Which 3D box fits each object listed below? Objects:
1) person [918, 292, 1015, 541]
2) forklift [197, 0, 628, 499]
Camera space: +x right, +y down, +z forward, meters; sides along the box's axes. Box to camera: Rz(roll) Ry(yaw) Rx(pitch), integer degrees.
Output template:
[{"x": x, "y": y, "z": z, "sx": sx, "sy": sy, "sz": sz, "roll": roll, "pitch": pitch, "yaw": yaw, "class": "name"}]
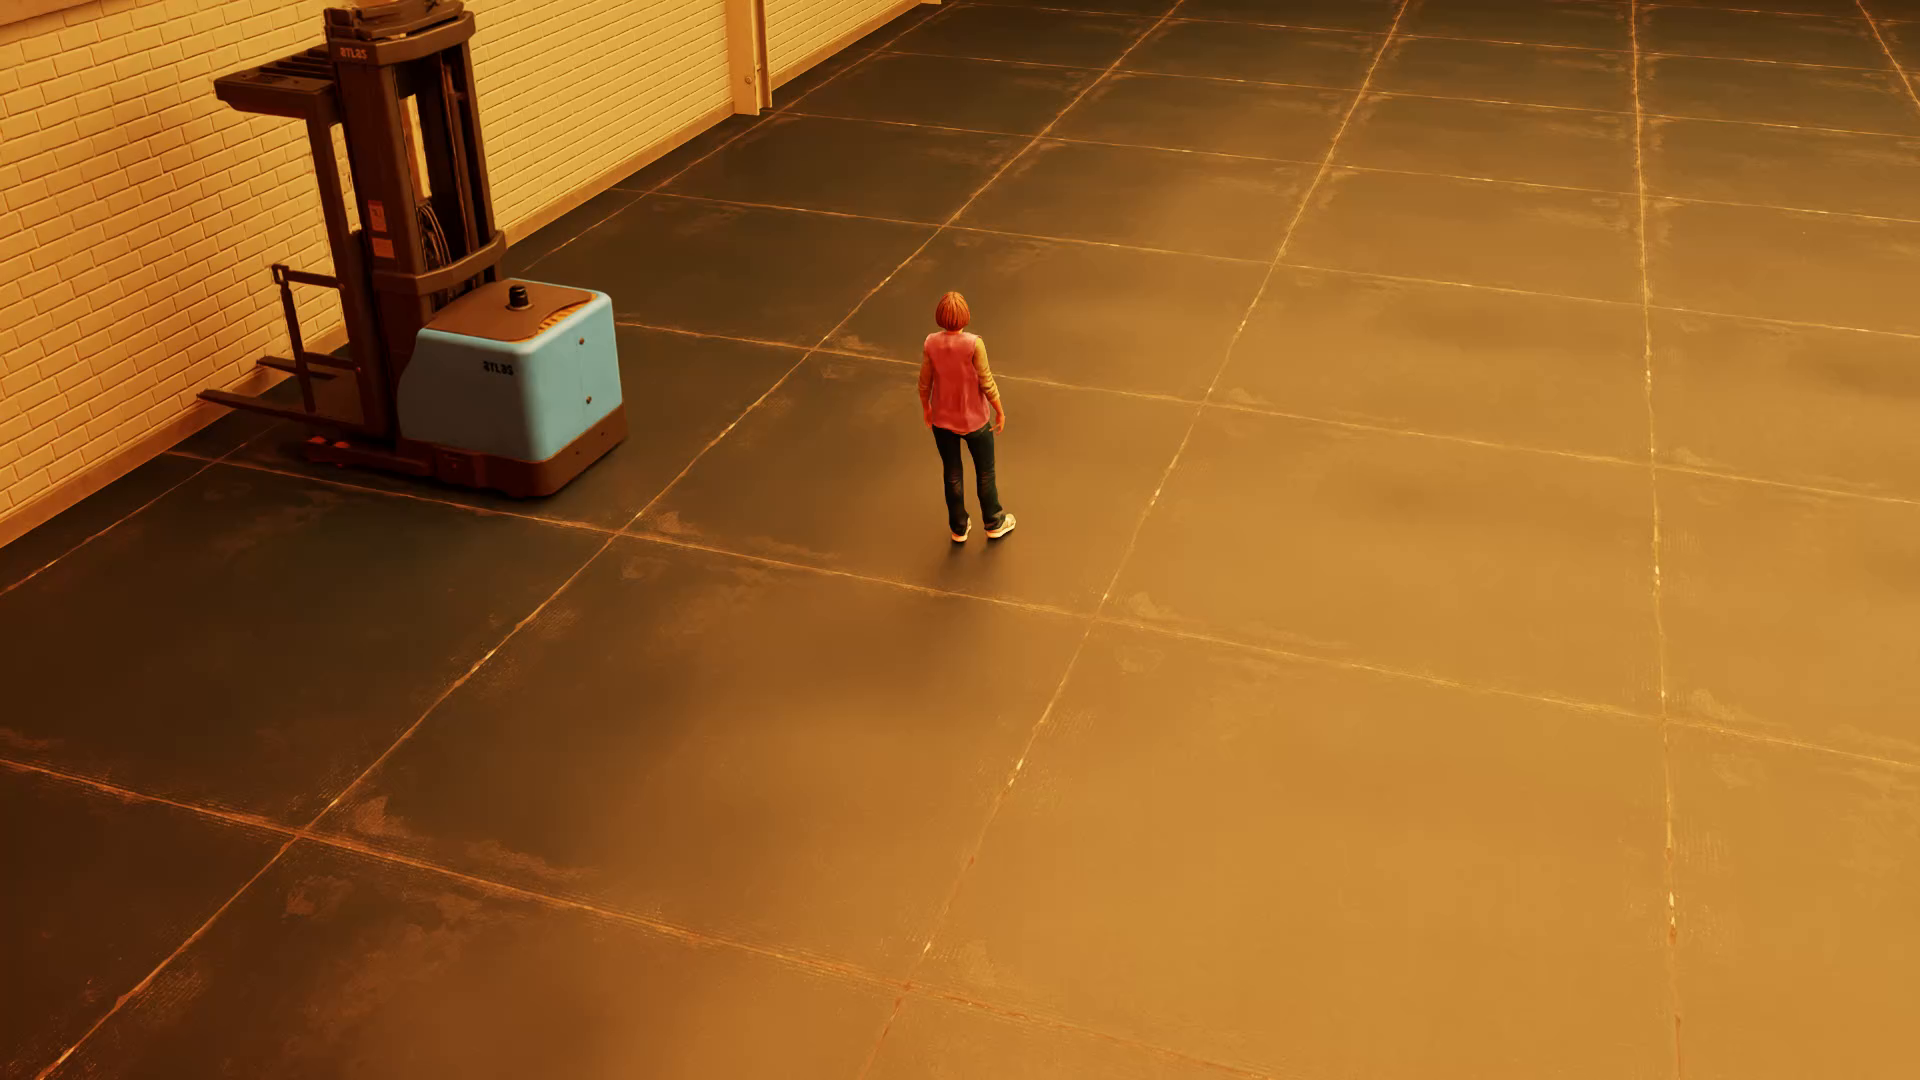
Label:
[{"x": 0.037, "y": -0.733, "z": 9.755, "sx": 0.521, "sy": 1.599, "sz": 0.473, "roll": 10, "pitch": 31, "yaw": 16, "class": "person"}, {"x": -3.805, "y": -1.983, "z": 10.615, "sx": 3.031, "sy": 2.935, "sz": 1.130, "roll": 11, "pitch": 31, "yaw": 18, "class": "forklift"}]
